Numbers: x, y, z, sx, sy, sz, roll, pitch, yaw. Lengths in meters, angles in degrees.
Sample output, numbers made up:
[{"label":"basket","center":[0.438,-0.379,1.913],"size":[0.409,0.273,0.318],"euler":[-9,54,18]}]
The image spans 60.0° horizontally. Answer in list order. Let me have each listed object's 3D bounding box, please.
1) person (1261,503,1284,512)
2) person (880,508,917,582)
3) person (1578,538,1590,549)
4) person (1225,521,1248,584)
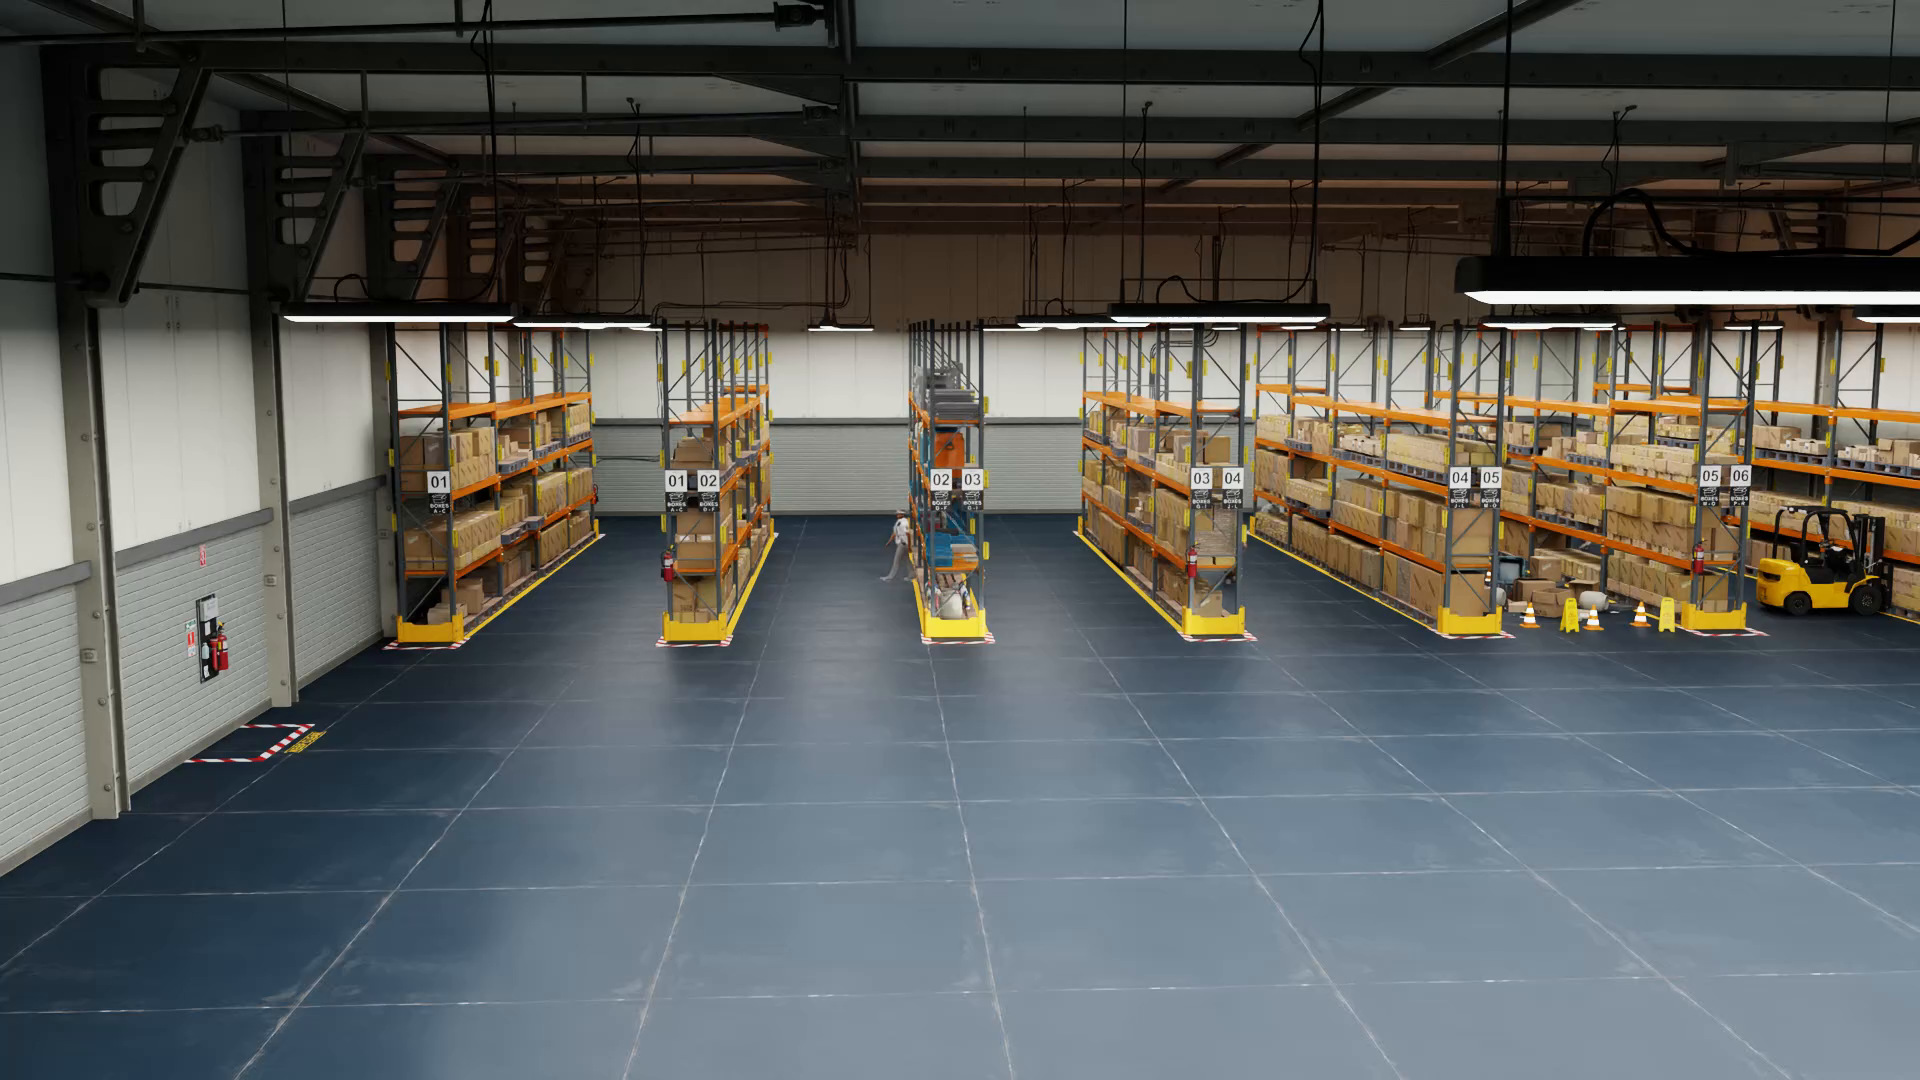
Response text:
[{"label":"person","center":[9.879,-1.480,52.041],"size":[1.086,1.556,0.573],"euler":[7,10,43]},{"label":"person","center":[-1.351,0.099,36.439],"size":[0.861,1.646,0.474],"euler":[-2,7,-17]},{"label":"person","center":[16.685,-0.578,44.333],"size":[0.497,1.670,0.465],"euler":[-6,9,-38]},{"label":"person","center":[6.312,0.122,38.456],"size":[0.622,1.851,0.578],"euler":[-1,7,-4]}]
